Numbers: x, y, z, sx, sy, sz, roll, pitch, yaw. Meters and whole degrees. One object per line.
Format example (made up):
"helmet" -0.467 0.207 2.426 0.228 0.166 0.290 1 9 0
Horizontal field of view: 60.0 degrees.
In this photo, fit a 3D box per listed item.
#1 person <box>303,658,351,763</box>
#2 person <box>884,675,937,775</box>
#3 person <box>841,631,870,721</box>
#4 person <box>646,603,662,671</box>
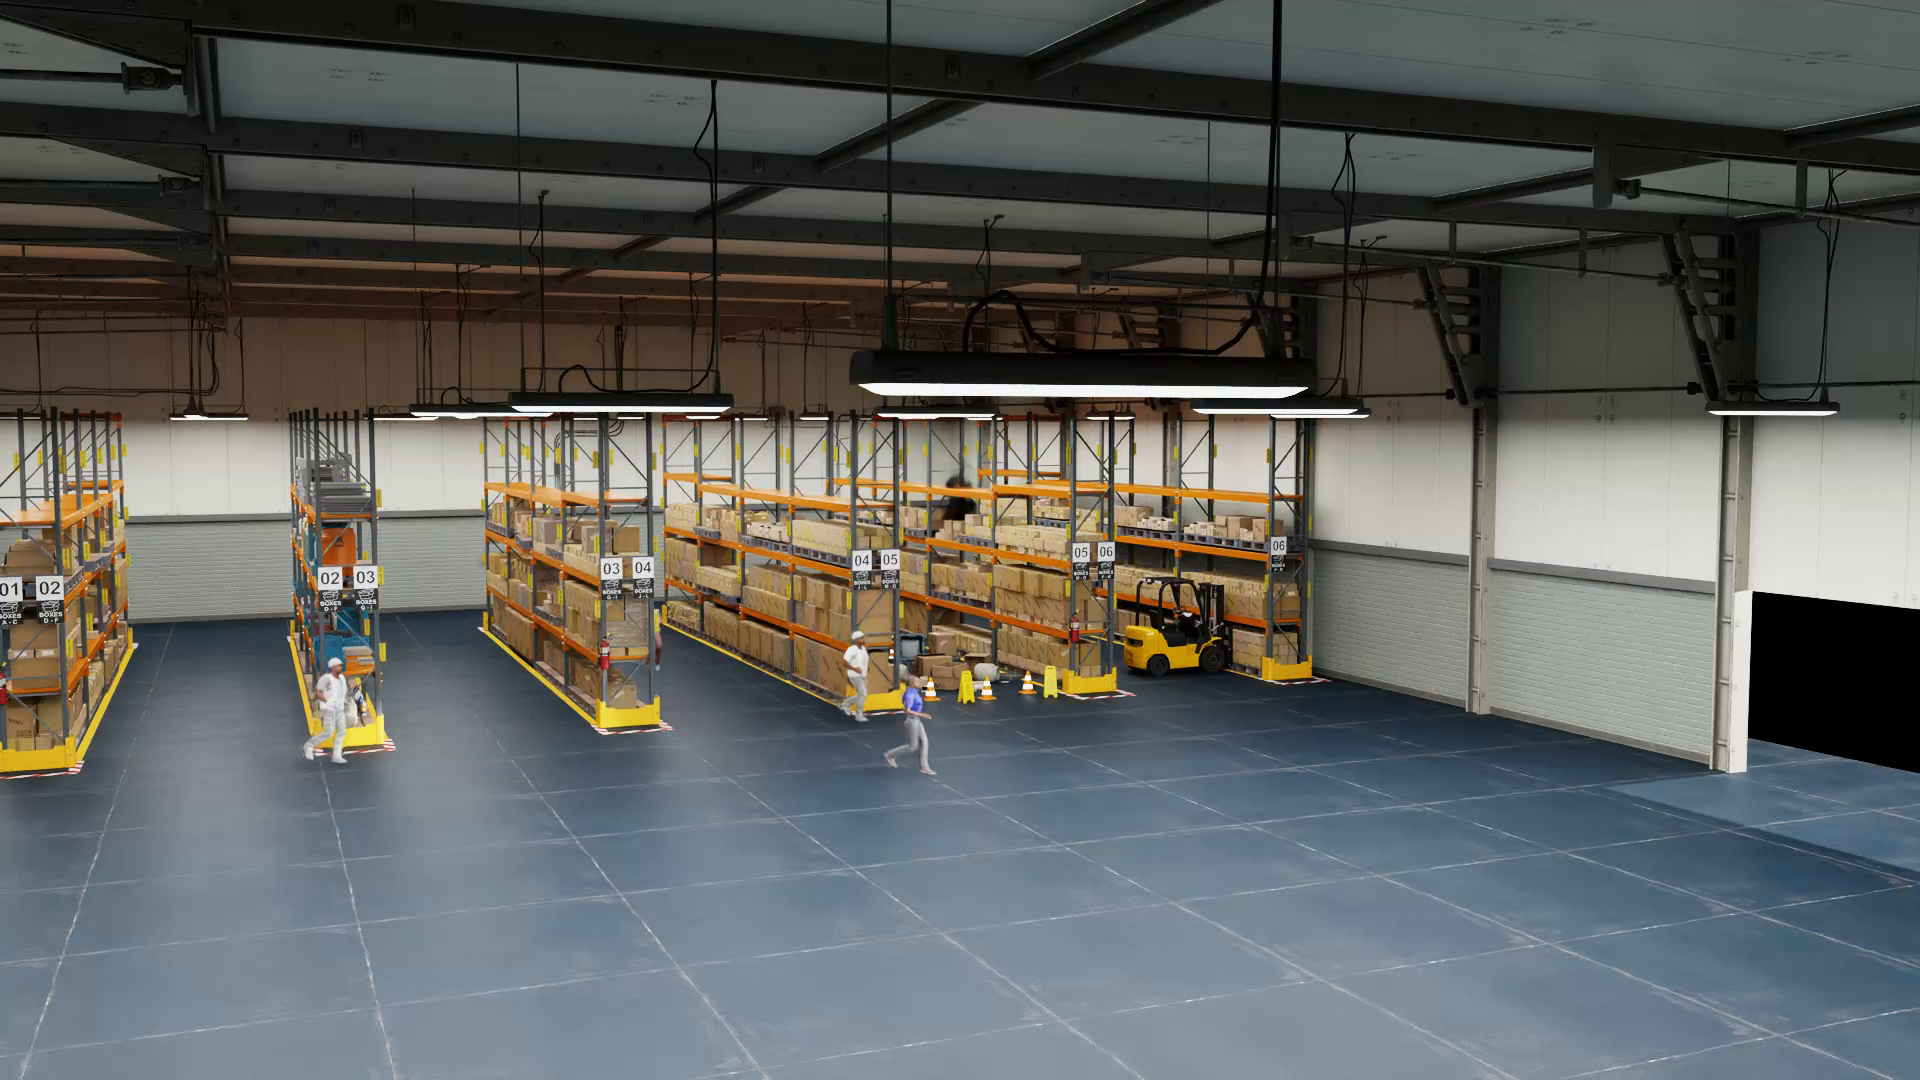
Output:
"person" -10.641 2.873 28.207 0.795 1.746 0.742 1 4 14
"person" -0.803 3.015 27.098 0.859 1.659 0.579 0 4 6
"person" -2.012 2.630 32.208 0.655 1.741 0.718 2 4 27
"person" -7.155 2.195 38.595 0.556 1.710 0.711 -2 4 -26
